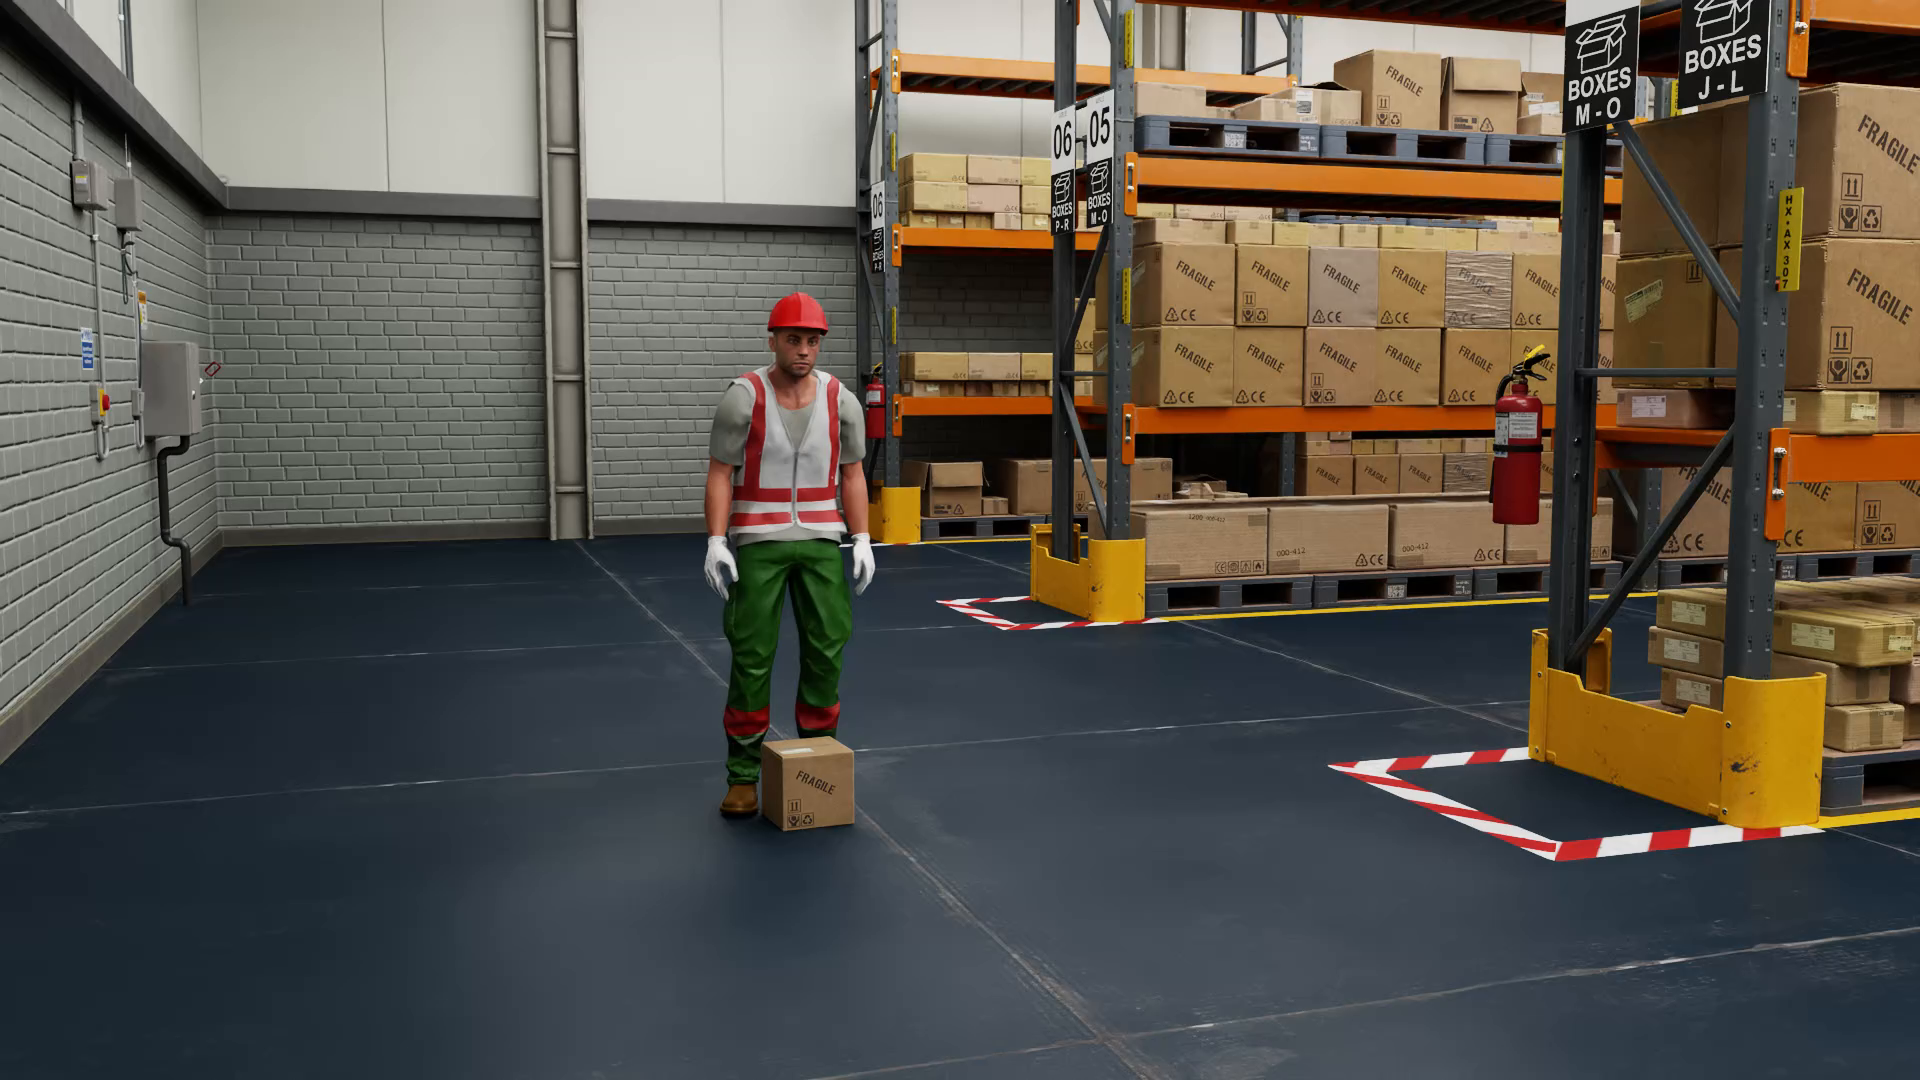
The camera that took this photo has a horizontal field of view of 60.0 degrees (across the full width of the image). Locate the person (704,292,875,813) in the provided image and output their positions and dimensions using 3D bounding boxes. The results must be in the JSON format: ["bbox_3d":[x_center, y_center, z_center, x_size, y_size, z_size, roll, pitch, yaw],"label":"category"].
[{"bbox_3d":[-0.590,0.042,5.771,0.607,1.779,0.451,-2,6,-19],"label":"person"}]
